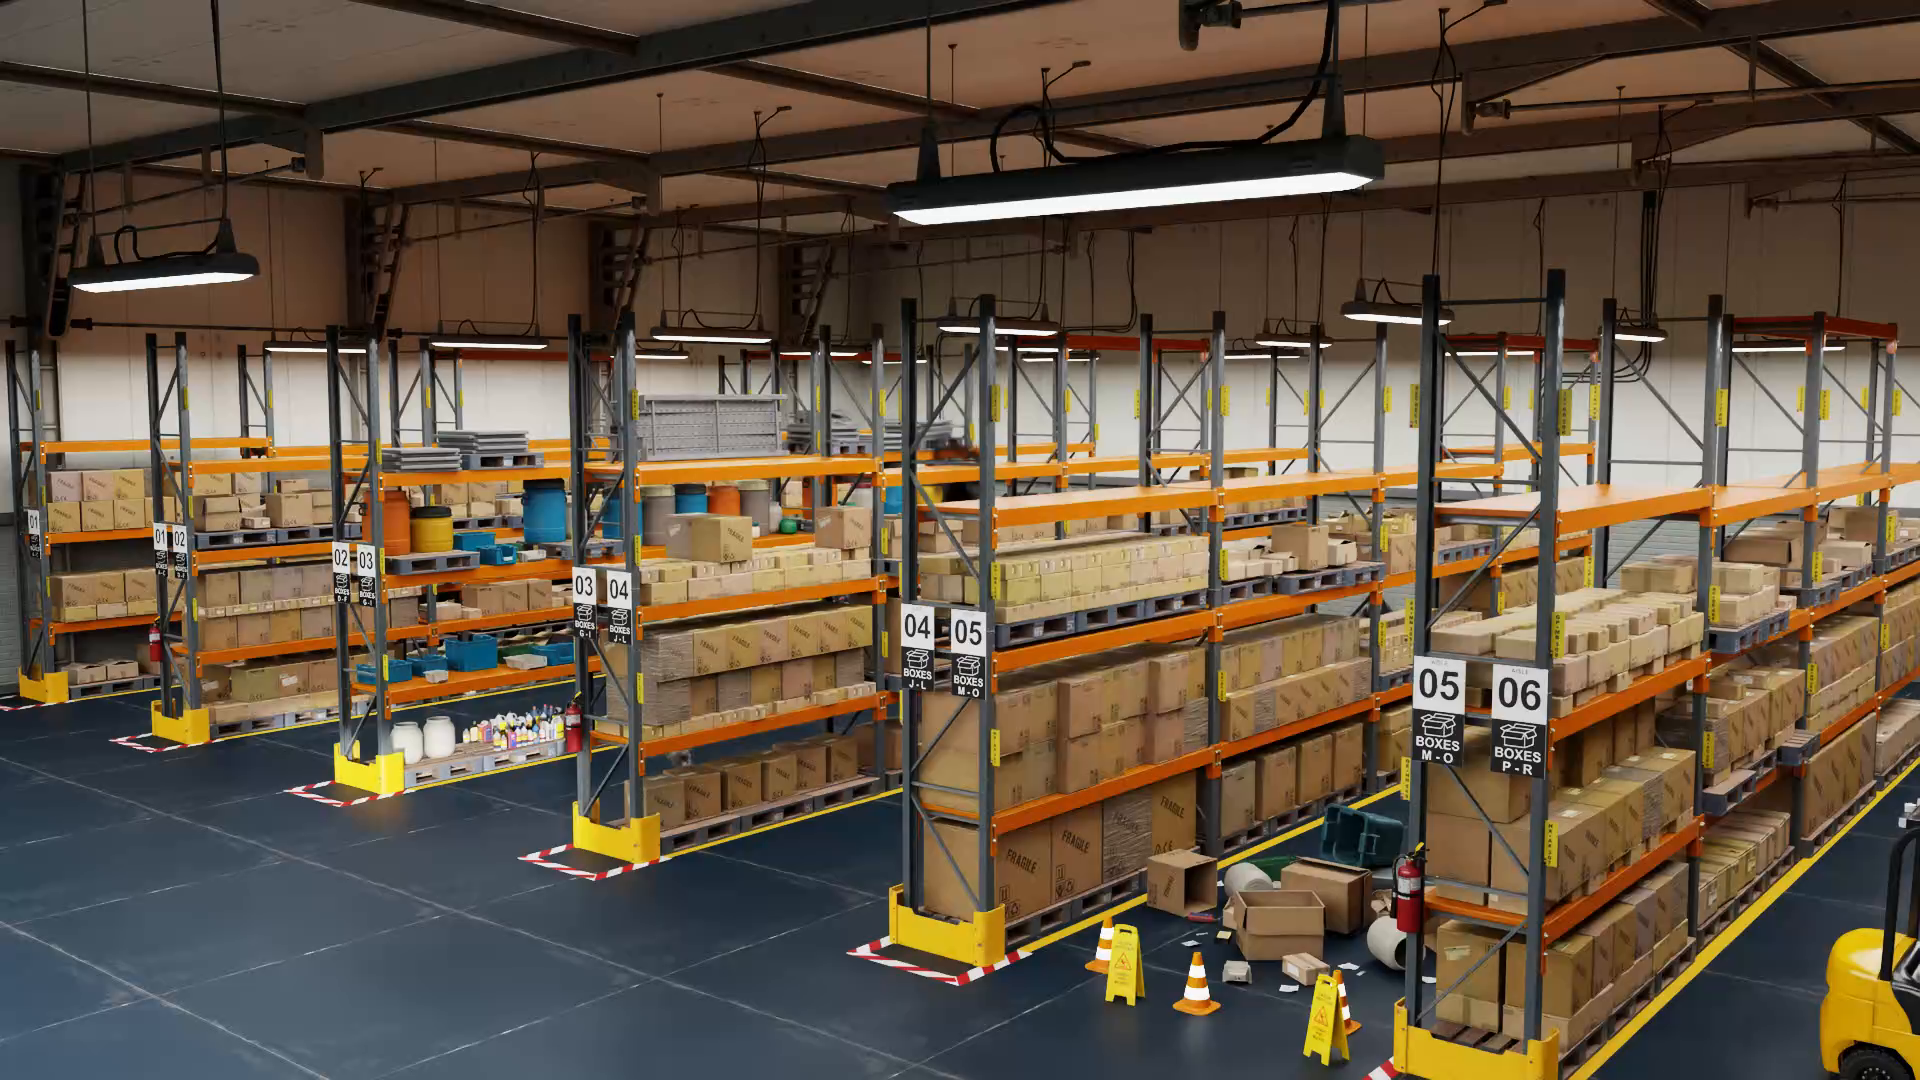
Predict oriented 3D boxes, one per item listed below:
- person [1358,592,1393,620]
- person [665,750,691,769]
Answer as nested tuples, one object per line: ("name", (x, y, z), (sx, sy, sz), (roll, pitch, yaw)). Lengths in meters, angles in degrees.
("person", (7.475, 1.667, 29.847), (0.687, 1.670, 0.553), (0, 5, -4))
("person", (-3.626, 2.456, 21.637), (0.522, 1.554, 0.598), (2, 6, 25))
